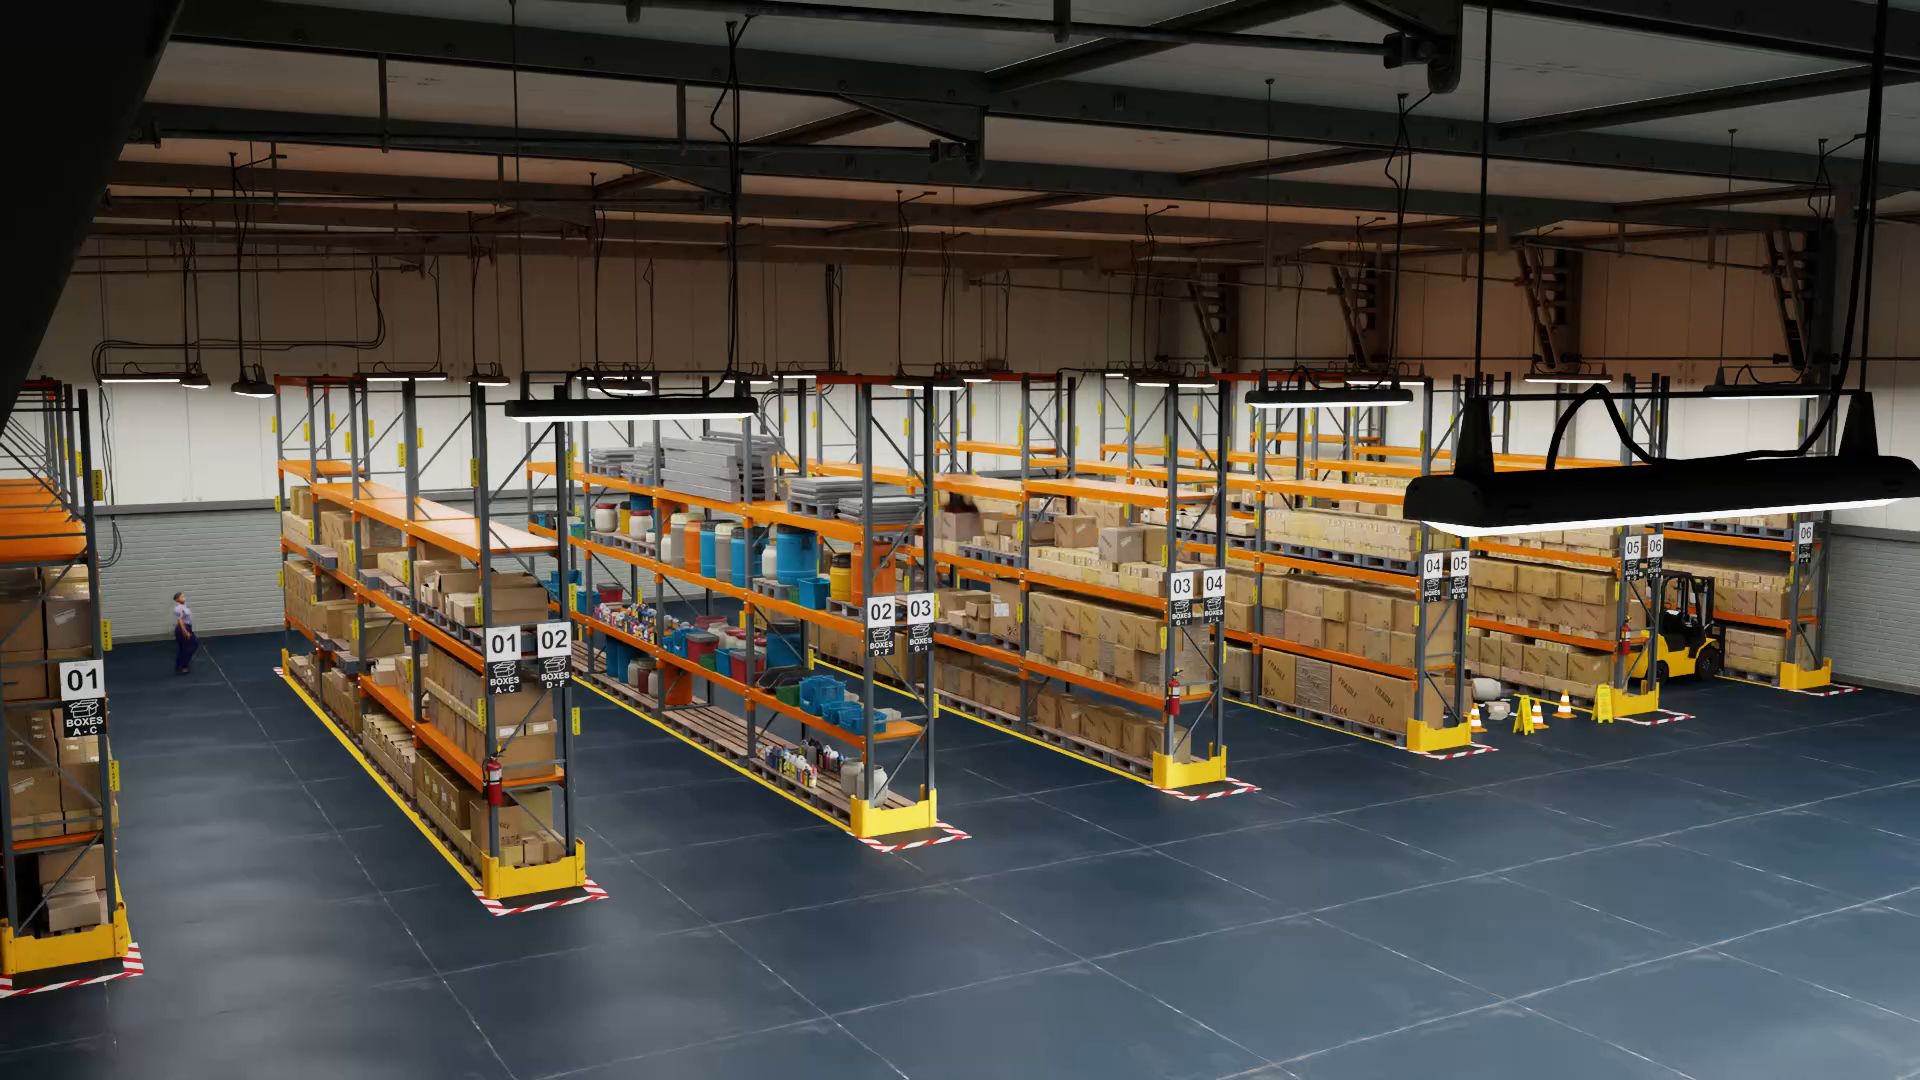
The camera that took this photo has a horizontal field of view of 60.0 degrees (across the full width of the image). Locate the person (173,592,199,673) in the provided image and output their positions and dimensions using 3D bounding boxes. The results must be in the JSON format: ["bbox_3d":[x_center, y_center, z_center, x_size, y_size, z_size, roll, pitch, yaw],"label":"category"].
[{"bbox_3d":[-15.559,1.858,33.402,0.472,1.660,0.497,-3,7,-25],"label":"person"}]

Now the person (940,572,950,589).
[{"bbox_3d":[-0.627,0.762,43.198,0.922,1.689,0.581,-4,7,-30],"label":"person"}]
